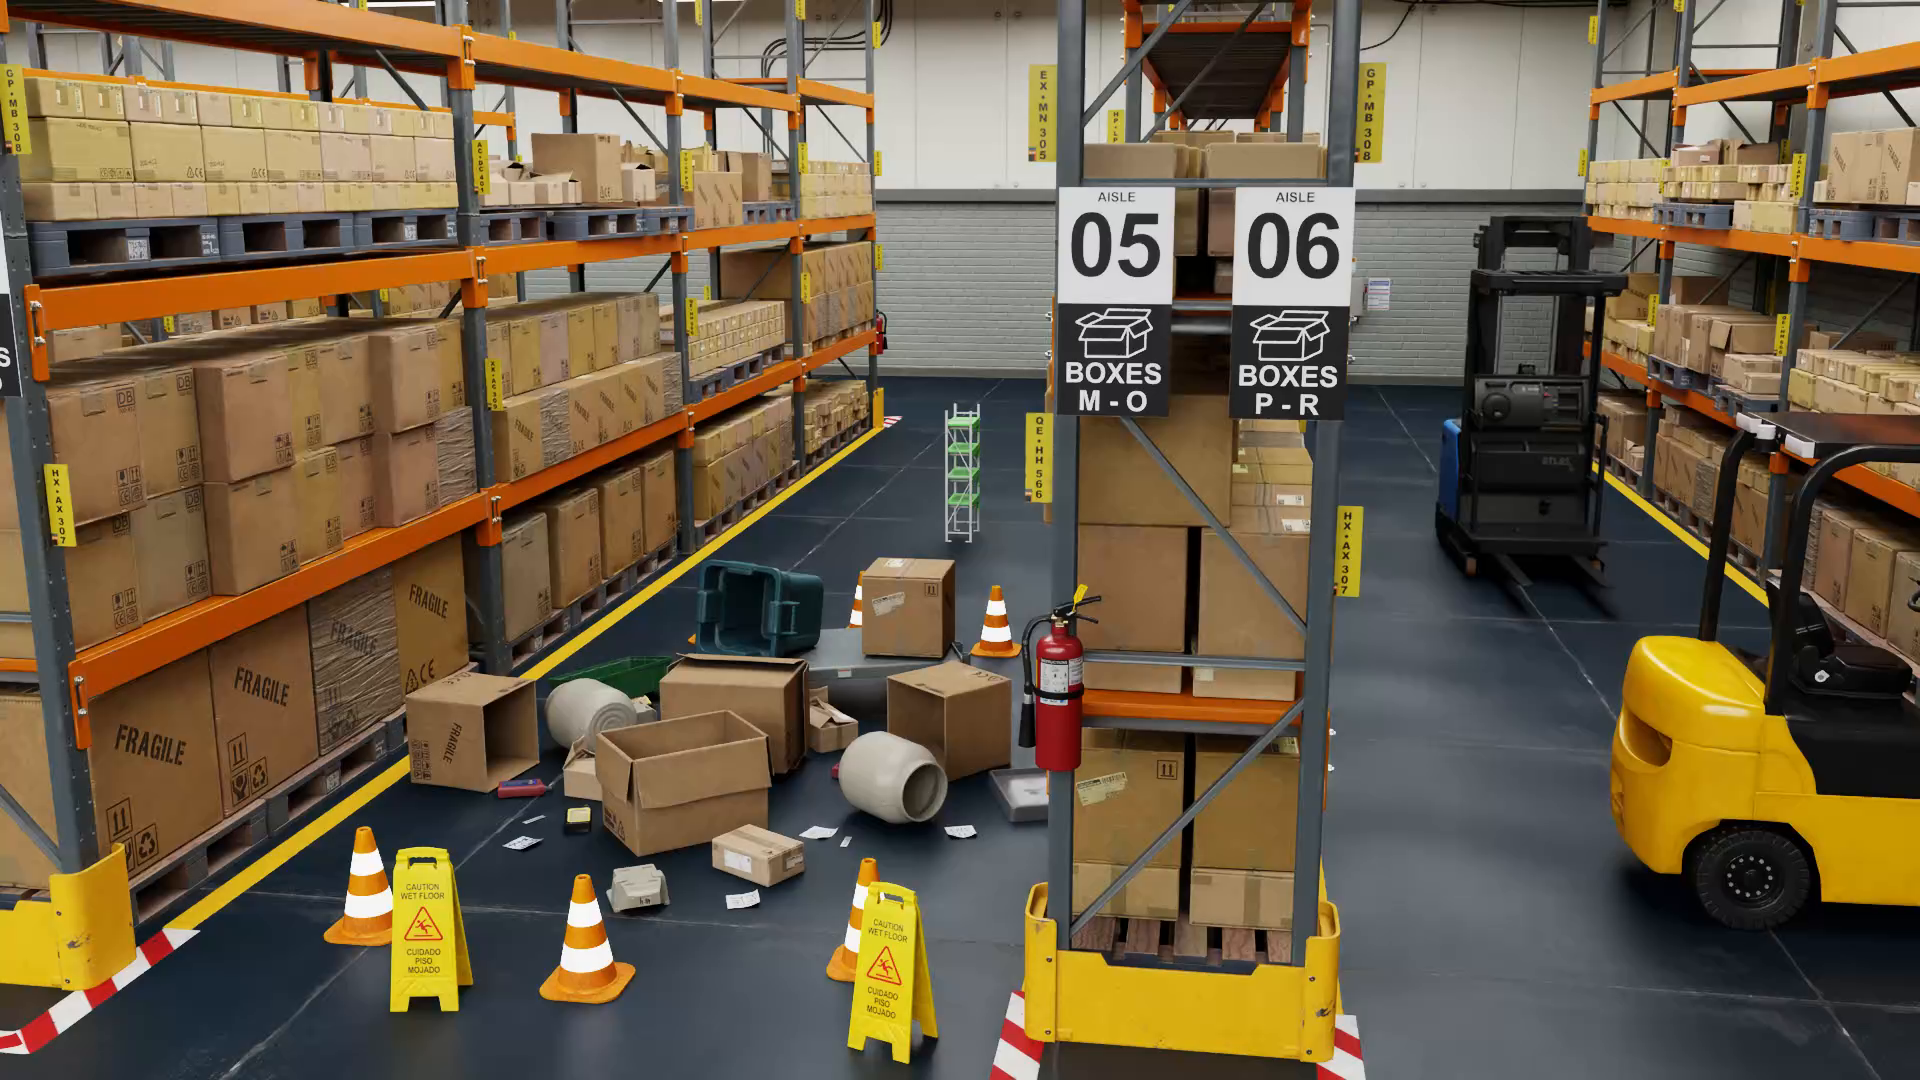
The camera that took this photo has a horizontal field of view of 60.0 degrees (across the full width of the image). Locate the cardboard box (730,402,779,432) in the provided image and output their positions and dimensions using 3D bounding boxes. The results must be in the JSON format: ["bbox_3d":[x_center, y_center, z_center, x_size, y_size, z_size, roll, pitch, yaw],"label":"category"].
[{"bbox_3d":[-2.186,-1.271,17.184,0.500,0.250,0.500,2,12,11],"label":"cardboard box"}]

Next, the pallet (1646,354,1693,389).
[{"bbox_3d":[7.352,-1.635,16.172,1.003,0.211,1.213,2,12,9],"label":"pallet"}]

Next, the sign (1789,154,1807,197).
[{"bbox_3d":[6.432,-2.796,12.756,0.100,0.325,0.005,2,12,9],"label":"sign"}]

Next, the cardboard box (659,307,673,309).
[{"bbox_3d":[-2.902,-2.280,16.899,0.380,0.149,0.250,2,12,8],"label":"cardboard box"}]

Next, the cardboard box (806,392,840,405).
[{"bbox_3d":[-1.693,-1.738,20.554,0.380,0.149,0.250,1,12,7],"label":"cardboard box"}]

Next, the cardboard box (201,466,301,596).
[{"bbox_3d":[-3.789,-0.073,8.111,0.875,0.550,0.550,2,12,9],"label":"cardboard box"}]

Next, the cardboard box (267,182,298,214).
[{"bbox_3d":[-3.472,-1.667,8.109,0.380,0.149,0.250,2,12,9],"label":"cardboard box"}]

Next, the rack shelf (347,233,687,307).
[{"bbox_3d":[-3.151,-2.057,12.260,1.077,0.370,4.000,2,12,9],"label":"rack shelf"}]

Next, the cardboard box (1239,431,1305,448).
[{"bbox_3d":[1.477,-0.264,8.414,0.500,0.500,0.500,2,12,10],"label":"cardboard box"}]

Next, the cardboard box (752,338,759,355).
[{"bbox_3d":[-2.250,-1.968,16.862,0.380,0.149,0.250,1,12,6],"label":"cardboard box"}]

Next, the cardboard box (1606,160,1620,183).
[{"bbox_3d":[7.721,-4.212,19.020,0.500,0.250,0.500,2,12,8],"label":"cardboard box"}]

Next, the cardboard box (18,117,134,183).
[{"bbox_3d":[-3.746,-1.578,6.746,0.500,0.250,0.500,2,12,9],"label":"cardboard box"}]

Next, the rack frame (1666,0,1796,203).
[{"bbox_3d":[7.583,-4.824,16.275,1.000,3.000,0.127,2,12,9],"label":"rack frame"}]

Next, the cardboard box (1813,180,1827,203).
[{"bbox_3d":[6.614,-2.602,12.406,0.380,0.166,0.250,2,12,9],"label":"cardboard box"}]

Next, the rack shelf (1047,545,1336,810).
[{"bbox_3d":[1.140,0.382,8.066,1.077,0.370,4.000,2,12,9],"label":"rack shelf"}]

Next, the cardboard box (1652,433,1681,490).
[{"bbox_3d":[7.286,-0.781,16.693,0.500,0.500,0.500,2,12,11],"label":"cardboard box"}]

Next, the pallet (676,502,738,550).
[{"bbox_3d":[-2.722,-0.158,15.481,1.003,0.211,1.213,2,12,9],"label":"pallet"}]

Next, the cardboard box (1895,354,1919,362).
[{"bbox_3d":[7.188,-1.292,12.350,0.380,0.149,0.250,2,12,10],"label":"cardboard box"}]

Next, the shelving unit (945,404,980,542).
[{"bbox_3d":[0.025,-0.621,15.283,0.258,1.200,0.503,2,12,9],"label":"shelving unit"}]

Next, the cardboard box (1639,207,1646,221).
[{"bbox_3d":[7.479,-3.477,17.740,0.380,0.149,0.250,2,12,8],"label":"cardboard box"}]

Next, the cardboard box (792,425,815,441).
[{"bbox_3d":[-1.857,-1.213,18.823,0.380,0.149,0.250,2,12,11],"label":"cardboard box"}]

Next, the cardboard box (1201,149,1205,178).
[{"bbox_3d":[0.892,-1.628,7.270,0.380,0.149,0.250,2,12,7],"label":"cardboard box"}]

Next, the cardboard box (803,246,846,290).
[{"bbox_3d":[-1.665,-3.279,20.029,0.500,0.500,0.500,1,12,7],"label":"cardboard box"}]

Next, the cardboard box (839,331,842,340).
[{"bbox_3d":[-1.670,-2.558,20.598,0.380,0.149,0.250,1,12,6],"label":"cardboard box"}]

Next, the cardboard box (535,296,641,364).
[{"bbox_3d":[-2.999,-1.697,13.396,0.700,0.500,0.500,2,12,8],"label":"cardboard box"}]

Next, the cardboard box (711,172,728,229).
[{"bbox_3d":[-2.423,-3.088,15.102,0.500,0.500,0.500,2,12,9],"label":"cardboard box"}]

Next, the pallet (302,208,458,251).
[{"bbox_3d":[-3.595,-1.779,9.473,1.003,0.211,1.213,2,12,9],"label":"pallet"}]

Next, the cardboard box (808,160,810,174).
[{"bbox_3d":[-1.870,-4.132,18.404,0.380,0.149,0.250,1,12,6],"label":"cardboard box"}]

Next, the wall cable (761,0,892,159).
[{"bbox_3d":[-2.224,-8.776,26.976,2.277,5.999,0.120,2,12,9],"label":"wall cable"}]

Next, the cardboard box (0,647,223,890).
[{"bbox_3d":[-4.035,0.997,7.550,0.875,0.875,0.875,2,12,9],"label":"cardboard box"}]

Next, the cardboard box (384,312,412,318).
[{"bbox_3d":[-6.783,-2.534,19.538,0.500,0.250,0.500,2,12,8],"label":"cardboard box"}]

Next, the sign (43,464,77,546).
[{"bbox_3d":[-3.527,-0.136,6.516,0.100,0.325,0.005,2,12,9],"label":"sign"}]

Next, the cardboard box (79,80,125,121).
[{"bbox_3d":[-3.669,-1.792,6.793,0.380,0.149,0.250,2,12,9],"label":"cardboard box"}]

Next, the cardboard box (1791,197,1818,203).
[{"bbox_3d":[6.785,-2.728,13.080,0.380,0.149,0.250,2,12,10],"label":"cardboard box"}]

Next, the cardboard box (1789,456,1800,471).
[{"bbox_3d":[7.508,-0.676,14.664,0.380,0.149,0.250,2,12,7],"label":"cardboard box"}]

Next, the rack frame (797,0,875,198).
[{"bbox_3d":[-1.614,-5.956,21.528,1.000,3.000,0.127,2,12,9],"label":"rack frame"}]

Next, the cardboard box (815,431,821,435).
[{"bbox_3d":[-1.827,-1.177,19.361,0.380,0.149,0.250,2,12,8],"label":"cardboard box"}]

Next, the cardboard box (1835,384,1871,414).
[{"bbox_3d":[6.482,-0.933,11.628,0.500,0.250,0.500,2,12,7],"label":"cardboard box"}]

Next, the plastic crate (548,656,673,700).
[{"bbox_3d":[-2.191,0.900,10.494,0.450,0.188,0.662,-3,8,40],"label":"plastic crate"}]

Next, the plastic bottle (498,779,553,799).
[{"bbox_3d":[-2.330,1.332,8.925,0.283,0.061,0.133,-2,12,-11],"label":"plastic bottle"}]

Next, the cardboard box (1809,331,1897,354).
[{"bbox_3d":[7.202,-1.415,13.462,0.500,0.500,0.500,2,12,11],"label":"cardboard box"}]

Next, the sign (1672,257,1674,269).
[{"bbox_3d":[8.744,-3.423,20.513,0.100,0.325,0.005,2,12,9],"label":"sign"}]

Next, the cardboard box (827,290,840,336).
[{"bbox_3d":[-1.721,-2.687,19.655,0.500,0.500,0.500,2,12,7],"label":"cardboard box"}]

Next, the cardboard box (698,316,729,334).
[{"bbox_3d":[-2.419,-2.040,15.783,0.380,0.149,0.250,2,12,11],"label":"cardboard box"}]

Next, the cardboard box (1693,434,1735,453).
[{"bbox_3d":[7.167,-0.904,15.720,0.380,0.149,0.250,2,12,9],"label":"cardboard box"}]

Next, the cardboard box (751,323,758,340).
[{"bbox_3d":[-2.254,-2.112,16.823,0.380,0.149,0.250,1,12,6],"label":"cardboard box"}]

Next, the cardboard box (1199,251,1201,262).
[{"bbox_3d":[1.055,-1.514,8.632,0.380,0.149,0.250,2,12,10],"label":"cardboard box"}]

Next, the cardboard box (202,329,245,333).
[{"bbox_3d":[-7.309,-1.789,16.192,0.500,0.500,0.500,2,12,7],"label":"cardboard box"}]

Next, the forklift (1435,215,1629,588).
[{"bbox_3d":[4.780,-1.183,13.784,1.130,2.935,3.031,1,12,7],"label":"forklift"}]

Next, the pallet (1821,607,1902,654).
[{"bbox_3d":[6.613,0.728,11.373,1.003,0.211,1.213,2,12,9],"label":"pallet"}]

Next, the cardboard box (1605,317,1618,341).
[{"bbox_3d":[7.653,-2.393,18.883,0.500,0.250,0.500,2,12,7],"label":"cardboard box"}]

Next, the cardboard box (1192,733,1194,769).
[{"bbox_3d":[1.309,0.946,7.491,0.500,0.500,0.500,1,12,7],"label":"cardboard box"}]

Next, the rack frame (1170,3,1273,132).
[{"bbox_3d":[2.678,-4.984,17.018,1.000,3.000,0.127,2,12,9],"label":"rack frame"}]

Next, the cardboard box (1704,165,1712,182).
[{"bbox_3d":[6.974,-3.316,15.054,0.380,0.149,0.250,2,12,9],"label":"cardboard box"}]

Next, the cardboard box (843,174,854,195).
[{"bbox_3d":[-1.592,-4.344,20.335,0.500,0.250,0.500,2,12,9],"label":"cardboard box"}]

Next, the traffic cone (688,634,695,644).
[{"bbox_3d":[-1.761,0.484,11.904,0.336,0.463,0.334,2,12,9],"label":"traffic cone"}]
